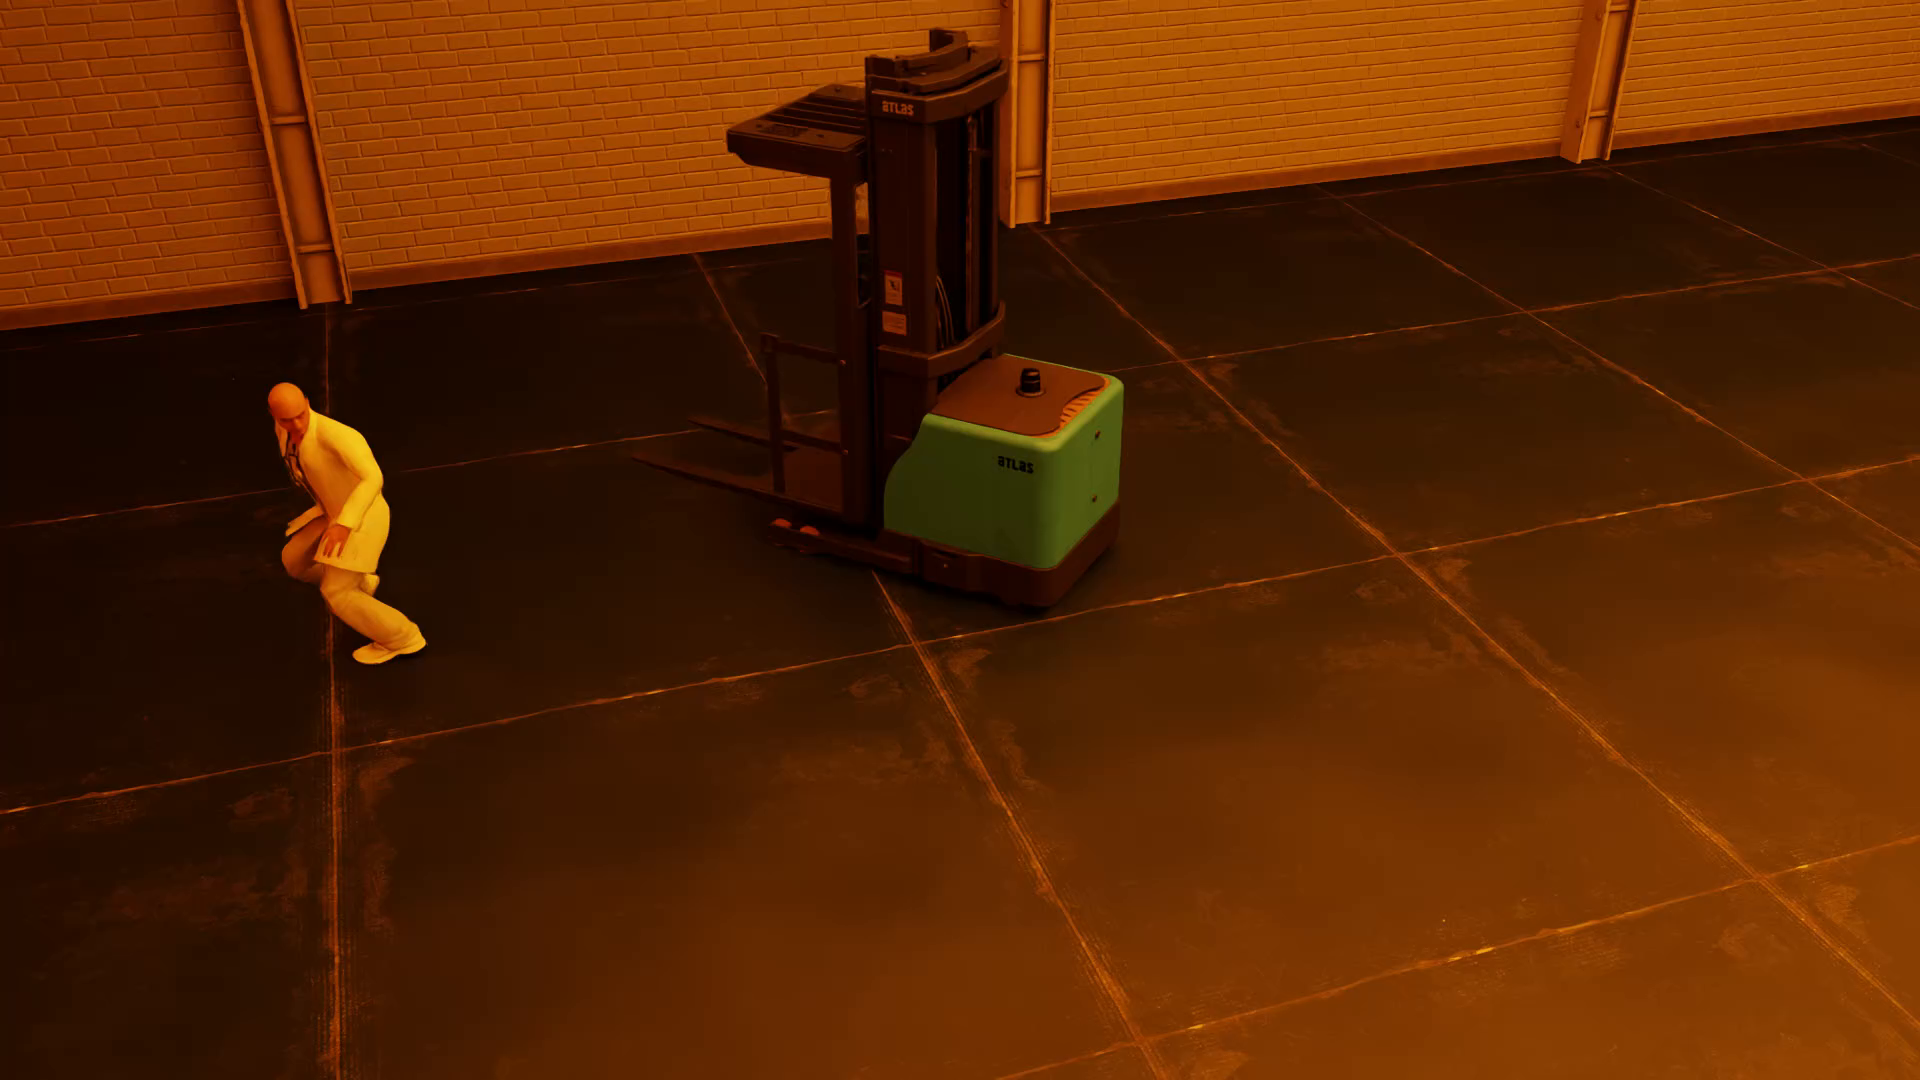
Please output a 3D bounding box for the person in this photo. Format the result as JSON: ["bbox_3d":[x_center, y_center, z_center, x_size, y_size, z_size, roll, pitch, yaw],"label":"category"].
[{"bbox_3d":[-3.284,-0.109,8.695,0.509,1.670,1.057,-26,39,-37],"label":"person"}]

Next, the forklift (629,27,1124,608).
[{"bbox_3d":[-0.597,-1.400,9.521,3.031,2.935,1.130,15,33,24],"label":"forklift"}]
